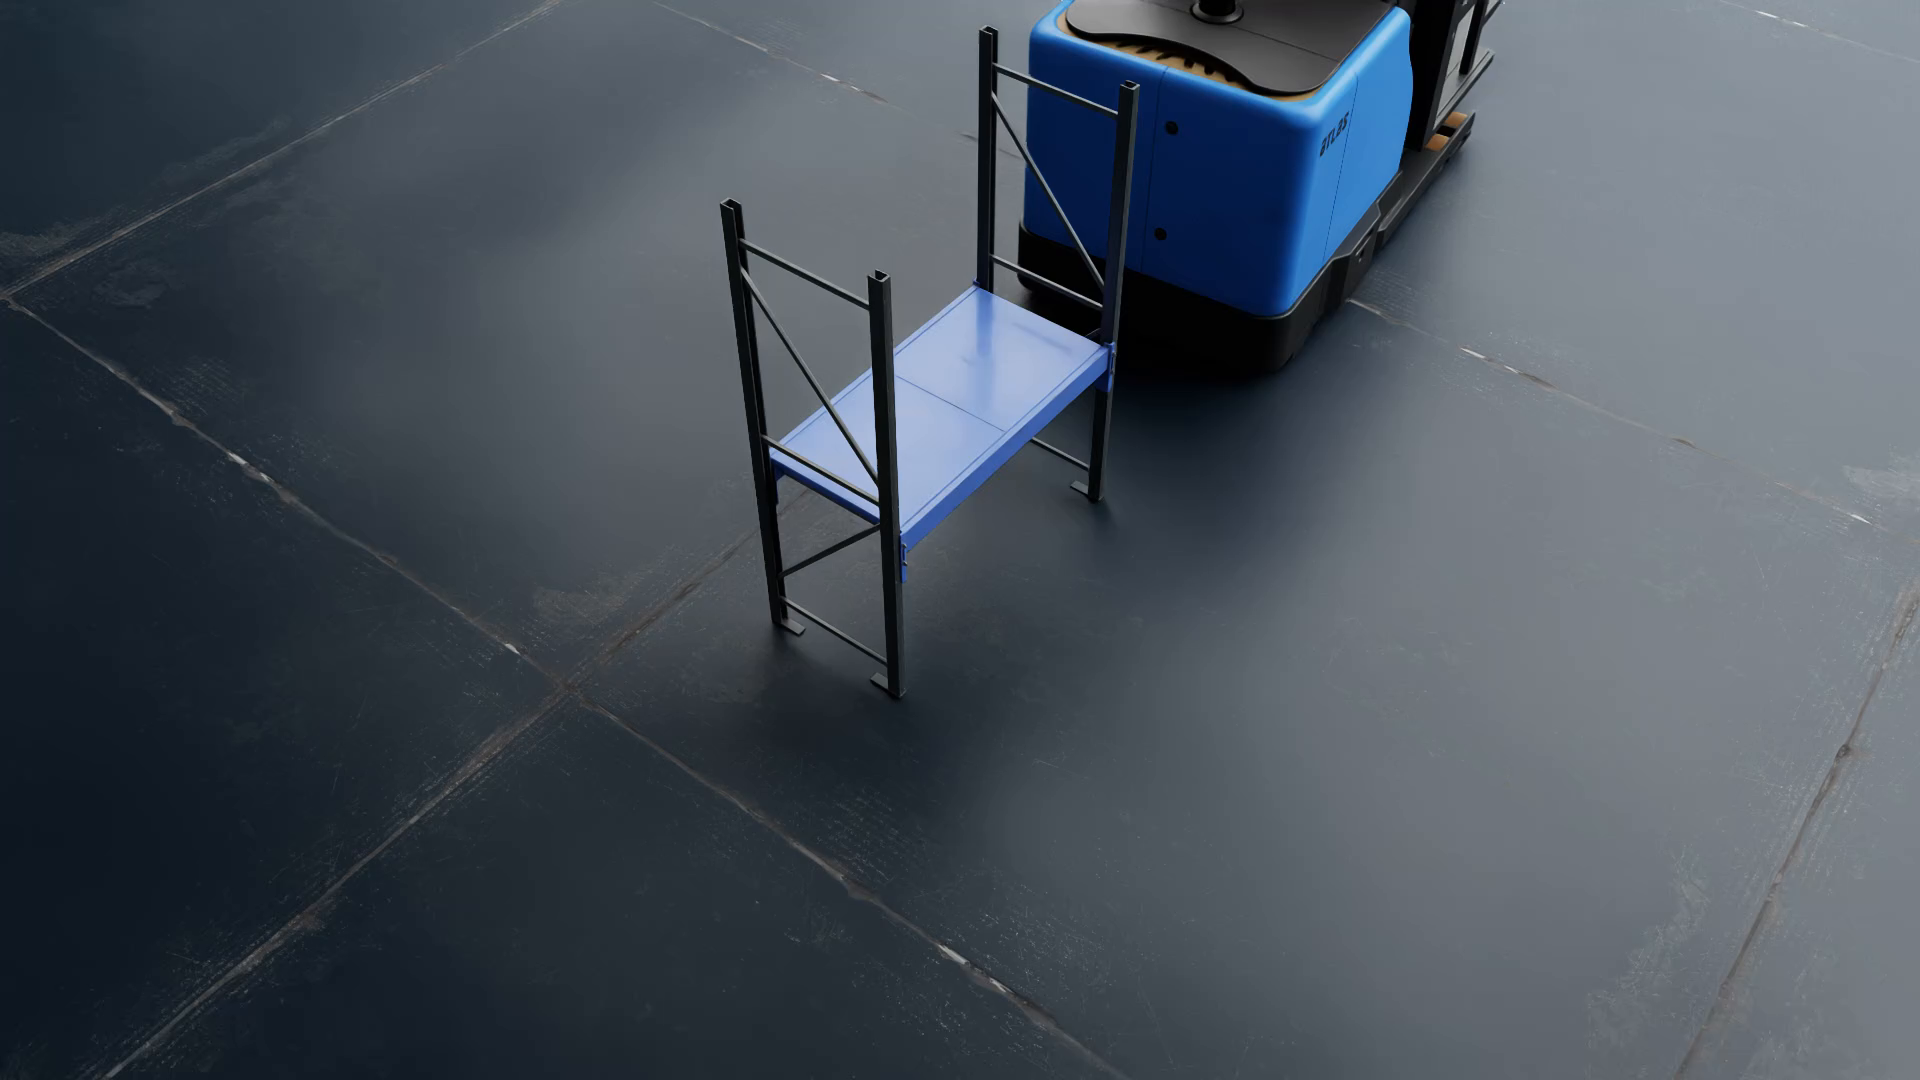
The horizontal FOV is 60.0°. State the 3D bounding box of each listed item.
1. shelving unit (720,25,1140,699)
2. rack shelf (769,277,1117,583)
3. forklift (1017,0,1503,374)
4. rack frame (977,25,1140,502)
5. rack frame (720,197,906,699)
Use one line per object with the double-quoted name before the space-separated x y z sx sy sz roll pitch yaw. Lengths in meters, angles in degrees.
"shelving unit" -0.052 -0.469 4.661 0.538 1.500 1.048 29 53 25
"rack shelf" -0.052 -0.345 4.791 0.538 0.185 1.000 29 53 25
"forklift" 1.419 -2.628 5.734 1.130 2.935 3.031 24 51 22
"rack frame" 0.259 -0.760 4.939 0.500 1.500 0.032 29 53 25
"rack frame" -0.363 -0.178 4.383 0.500 1.500 0.032 29 53 25
